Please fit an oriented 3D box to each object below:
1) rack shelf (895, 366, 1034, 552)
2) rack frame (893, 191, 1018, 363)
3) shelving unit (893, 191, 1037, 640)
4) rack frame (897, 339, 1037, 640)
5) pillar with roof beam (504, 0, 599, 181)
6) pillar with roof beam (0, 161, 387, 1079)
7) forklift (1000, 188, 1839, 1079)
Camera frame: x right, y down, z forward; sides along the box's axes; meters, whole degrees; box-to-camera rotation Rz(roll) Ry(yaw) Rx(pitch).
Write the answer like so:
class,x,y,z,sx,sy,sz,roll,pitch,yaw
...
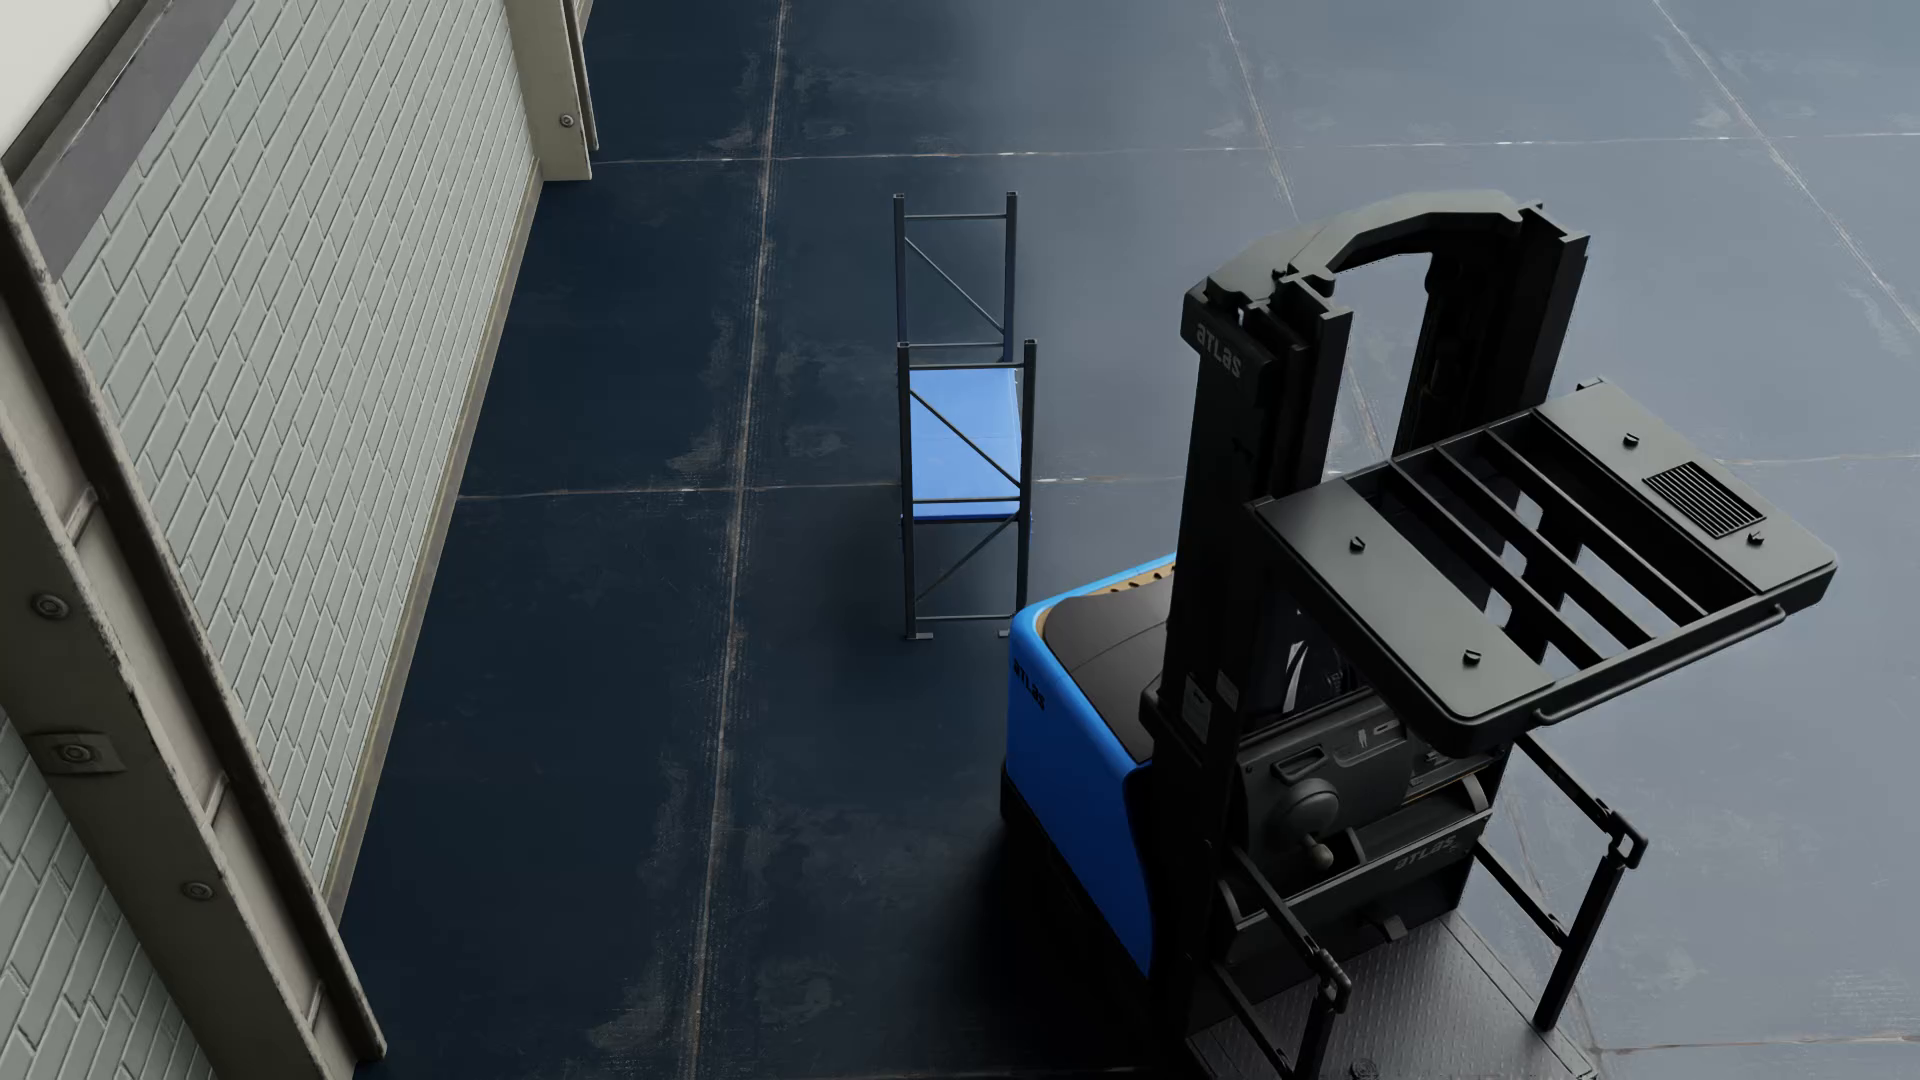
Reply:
class,x,y,z,sx,sy,sz,roll,pitch,yaw
rack shelf,0.004,-0.363,6.952,0.538,0.185,1.000,-2,43,-2
rack frame,-0.018,-0.838,7.204,0.500,1.500,0.032,-2,43,-2
shelving unit,0.004,-0.495,6.830,0.538,1.500,1.048,-2,43,-2
rack frame,0.025,-0.152,6.456,0.500,1.500,0.032,-2,43,-2
pillar with roof beam,1.986,-5.670,6.926,9.100,9.000,0.400,-2,43,-2
pillar with roof beam,2.241,-1.619,2.507,9.100,9.000,0.400,-2,43,-2
forklift,1.268,0.692,4.475,1.130,2.935,3.031,-19,46,-20
